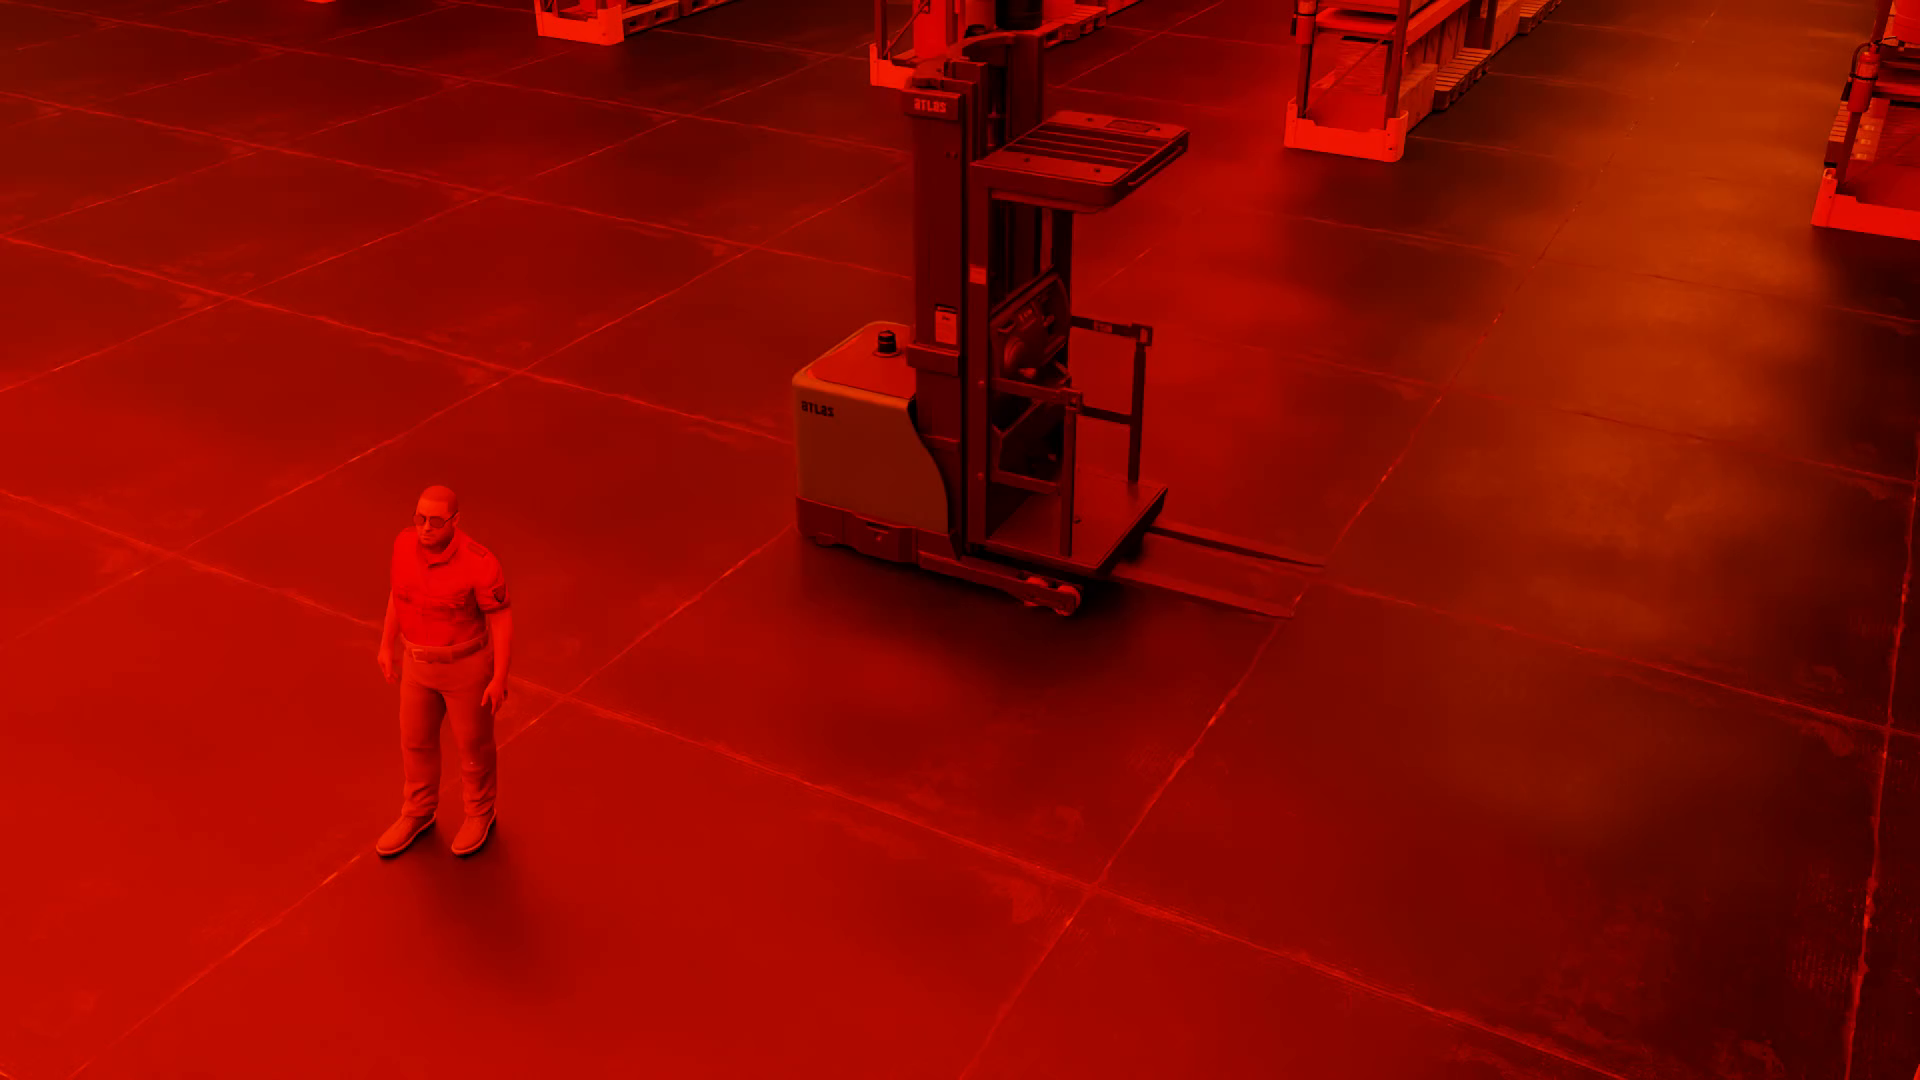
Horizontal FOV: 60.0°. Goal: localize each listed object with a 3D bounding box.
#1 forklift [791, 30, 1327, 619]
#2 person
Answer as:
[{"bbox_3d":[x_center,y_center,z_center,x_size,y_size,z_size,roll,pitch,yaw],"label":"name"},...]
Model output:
[{"bbox_3d":[0.567,-1.152,9.067,3.031,2.935,1.130,14,33,23],"label":"forklift"},{"bbox_3d":[-2.277,0.596,7.227,0.640,1.727,0.551,10,31,16],"label":"person"}]
